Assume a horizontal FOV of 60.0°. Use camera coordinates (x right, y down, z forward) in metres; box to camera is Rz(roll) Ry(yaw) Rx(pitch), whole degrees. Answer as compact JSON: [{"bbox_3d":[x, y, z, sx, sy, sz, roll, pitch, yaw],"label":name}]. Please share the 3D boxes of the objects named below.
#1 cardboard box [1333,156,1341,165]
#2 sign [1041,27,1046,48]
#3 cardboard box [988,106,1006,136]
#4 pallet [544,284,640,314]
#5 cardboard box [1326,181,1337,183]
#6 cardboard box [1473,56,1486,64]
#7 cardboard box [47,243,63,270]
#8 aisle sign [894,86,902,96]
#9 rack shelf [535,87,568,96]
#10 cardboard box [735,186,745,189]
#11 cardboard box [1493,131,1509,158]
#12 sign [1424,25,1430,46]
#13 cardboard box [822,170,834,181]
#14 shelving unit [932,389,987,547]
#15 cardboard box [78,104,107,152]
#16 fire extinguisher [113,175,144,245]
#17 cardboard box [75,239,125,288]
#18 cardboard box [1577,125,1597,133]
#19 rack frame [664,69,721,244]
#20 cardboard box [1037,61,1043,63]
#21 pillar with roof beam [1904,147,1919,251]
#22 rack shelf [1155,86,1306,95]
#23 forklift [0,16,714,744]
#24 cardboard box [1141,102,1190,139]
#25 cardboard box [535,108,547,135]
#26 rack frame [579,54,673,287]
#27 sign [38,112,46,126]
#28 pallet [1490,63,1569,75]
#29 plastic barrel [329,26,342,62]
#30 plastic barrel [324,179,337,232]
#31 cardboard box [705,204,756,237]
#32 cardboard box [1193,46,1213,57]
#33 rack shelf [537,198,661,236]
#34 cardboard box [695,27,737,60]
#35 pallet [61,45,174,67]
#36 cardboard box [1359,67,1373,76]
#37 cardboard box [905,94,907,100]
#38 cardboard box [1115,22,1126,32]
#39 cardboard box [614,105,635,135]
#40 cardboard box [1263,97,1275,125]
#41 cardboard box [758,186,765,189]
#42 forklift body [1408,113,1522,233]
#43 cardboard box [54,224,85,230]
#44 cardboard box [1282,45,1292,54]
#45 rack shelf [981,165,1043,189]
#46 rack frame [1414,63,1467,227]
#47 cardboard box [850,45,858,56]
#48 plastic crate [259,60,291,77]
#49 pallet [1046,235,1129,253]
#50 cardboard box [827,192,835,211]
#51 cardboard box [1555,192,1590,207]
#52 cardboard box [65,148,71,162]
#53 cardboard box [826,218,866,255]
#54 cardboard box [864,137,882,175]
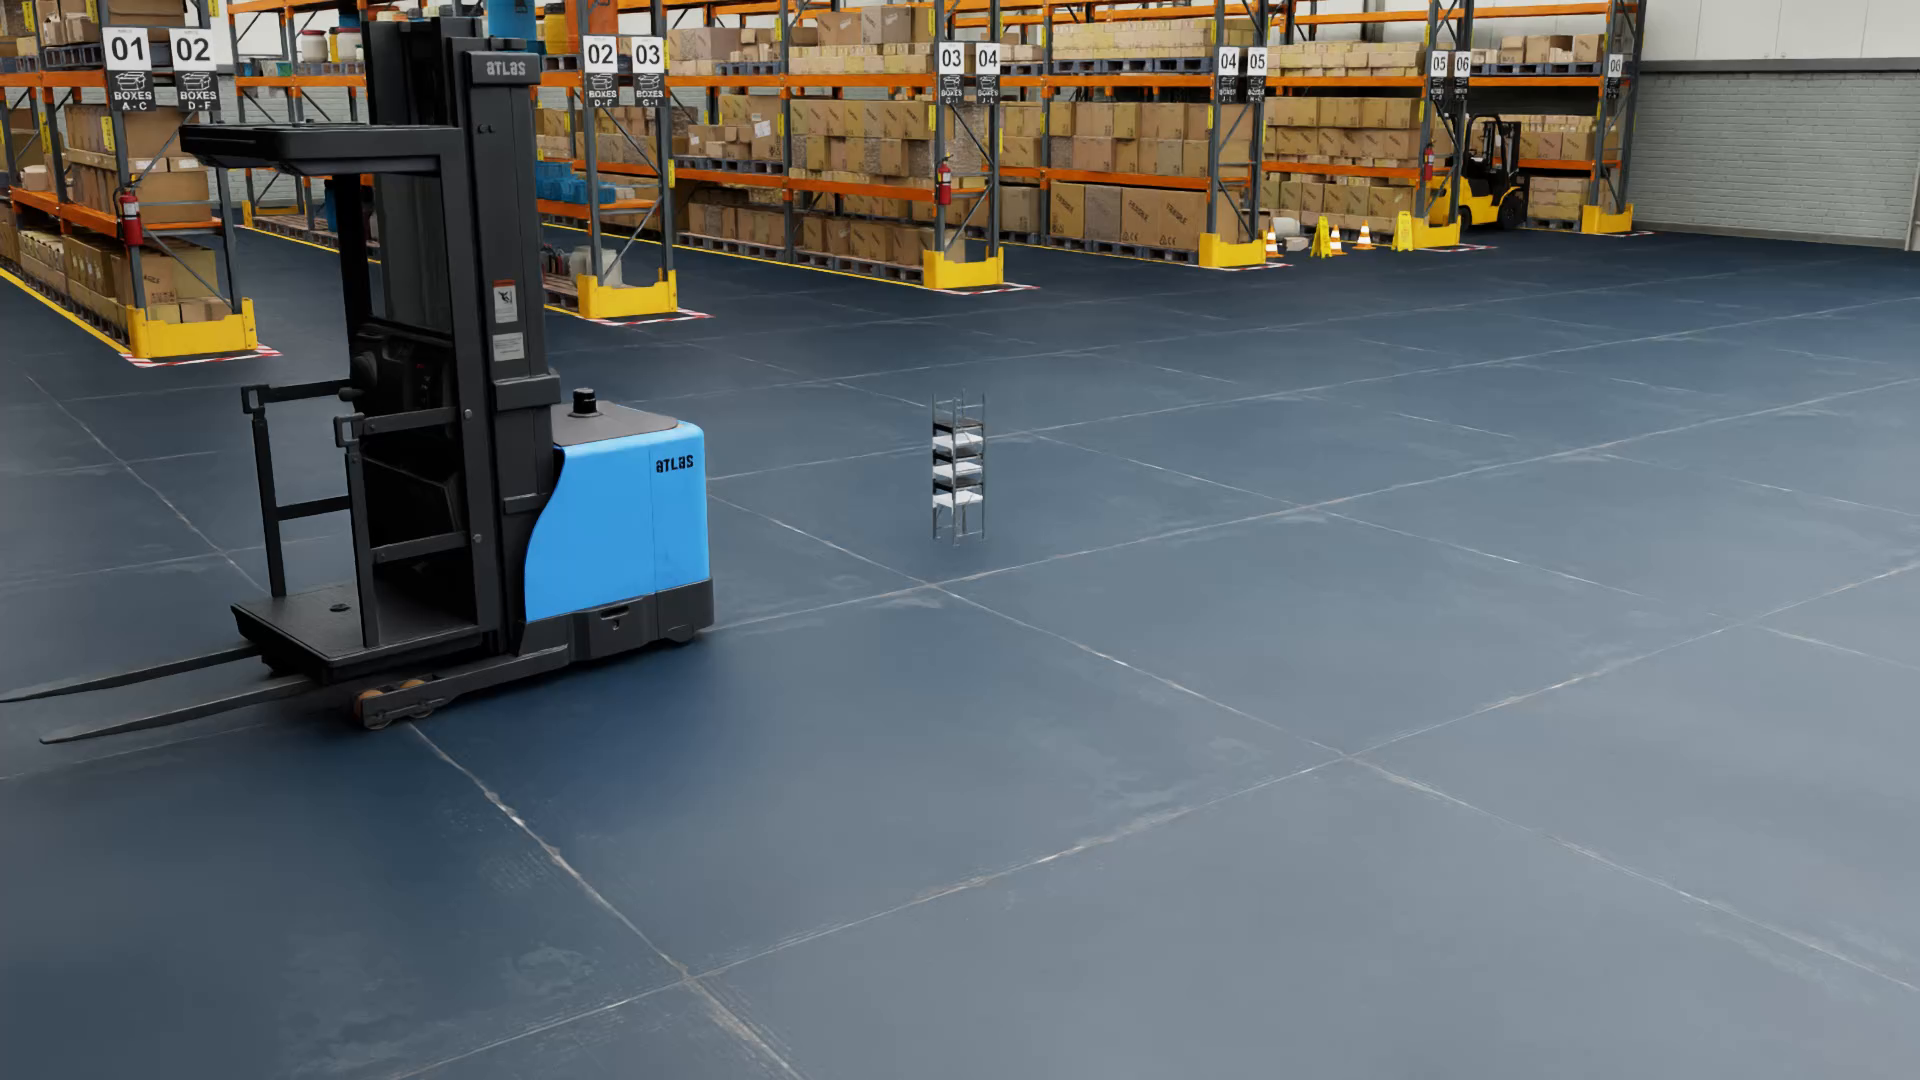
[{"bbox_3d":[6.836,-6.731,29.462,0.380,0.149,0.250,-11,19,-35],"label":"cardboard box"},{"bbox_3d":[1.383,-8.302,27.469,0.100,0.325,0.005,-11,19,-35],"label":"sign"},{"bbox_3d":[0.918,-7.393,29.323,0.700,0.500,0.500,-11,19,-34],"label":"cardboard box"},{"bbox_3d":[-4.466,-3.007,20.664,1.003,0.211,1.213,-11,19,-35],"label":"pallet"},{"bbox_3d":[6.927,-6.266,30.282,0.500,0.500,0.500,-10,18,-32],"label":"cardboard box"},{"bbox_3d":[10.243,-9.371,32.440,0.380,0.149,0.250,-10,18,-33],"label":"cardboard box"},{"bbox_3d":[-11.052,-3.554,20.730,0.500,0.311,0.500,-10,18,-33],"label":"cardboard box"},{"bbox_3d":[-1.572,-11.117,40.086,0.394,0.787,0.004,-11,19,-35],"label":"aisle sign"},{"bbox_3d":[-8.135,-9.027,33.056,1.077,0.370,4.000,-11,19,-35],"label":"rack shelf"},{"bbox_3d":[-4.745,-7.744,36.731,0.380,0.149,0.250,-10,18,-33],"label":"cardboard box"},{"bbox_3d":[10.720,-7.687,32.290,0.500,0.500,0.500,-11,19,-34],"label":"cardboard box"},{"bbox_3d":[7.652,-8.268,27.243,0.100,0.325,0.005,-11,19,-35],"label":"sign"},{"bbox_3d":[-1.798,-5.362,24.461,0.380,0.149,0.250,-11,19,-35],"label":"cardboard box"},{"bbox_3d":[-0.005,-0.436,9.964,0.258,0.900,0.210,-11,19,-35],"label":"shelving unit"},{"bbox_3d":[-9.413,-4.620,18.629,0.700,0.500,0.500,-11,19,-35],"label":"cardboard box"},{"bbox_3d":[-8.225,-3.266,16.474,0.296,0.674,0.183,-11,19,-35],"label":"fire extinguisher"},{"bbox_3d":[-9.663,-3.132,18.830,0.500,0.500,0.500,-11,19,-35],"label":"cardboard box"},{"bbox_3d":[11.695,-7.639,30.886,0.380,0.149,0.250,-11,19,-34],"label":"cardboard box"},{"bbox_3d":[-4.607,-6.646,28.676,1.000,3.000,0.127,-11,19,-35],"label":"rack frame"},{"bbox_3d":[1.848,-10.178,35.360,0.396,0.266,0.258,-9,18,-30],"label":"cardboard box"},{"bbox_3d":[12.490,-8.480,24.013,9.100,9.000,0.400,-11,19,-35],"label":"pillar with roof beam"},{"bbox_3d":[6.246,-10.482,38.374,1.077,0.370,4.000,-11,19,-35],"label":"rack shelf"},{"bbox_3d":[-2.644,-0.757,7.290,3.031,2.935,1.130,-14,21,-41],"label":"forklift"},{"bbox_3d":[3.364,-6.608,26.209,0.875,0.550,0.550,-11,19,-35],"label":"cardboard box"},{"bbox_3d":[-8.644,-8.426,33.481,0.500,0.500,0.500,-11,19,-36],"label":"cardboard box"},{"bbox_3d":[-3.910,-4.169,19.626,1.000,3.000,0.127,-11,19,-35],"label":"rack frame"},{"bbox_3d":[-14.528,-6.609,26.347,0.100,0.325,0.005,-11,19,-35],"label":"sign"},{"bbox_3d":[11.009,-9.067,32.007,1.003,0.211,1.213,-11,19,-35],"label":"pallet"},{"bbox_3d":[-10.265,-8.308,27.915,0.600,0.588,0.600,0,15,0],"label":"plastic barrel"},{"bbox_3d":[-10.660,-5.803,28.776,0.600,0.901,0.708,-11,19,-35],"label":"plastic barrel"},{"bbox_3d":[-3.861,-5.396,28.011,0.700,0.500,0.500,-13,20,-39],"label":"cardboard box"},{"bbox_3d":[3.698,-7.281,24.805,0.380,0.149,0.250,-11,19,-35],"label":"cardboard box"},{"bbox_3d":[-5.086,-4.249,21.281,1.077,0.370,4.000,-11,19,-35],"label":"rack shelf"},{"bbox_3d":[-3.942,-8.027,26.902,0.500,0.500,0.500,-12,19,-36],"label":"cardboard box"},{"bbox_3d":[-9.035,-5.221,17.954,1.003,0.211,1.213,-11,19,-35],"label":"pallet"},{"bbox_3d":[7.095,-8.055,28.617,0.380,0.149,0.250,-11,19,-35],"label":"cardboard box"},{"bbox_3d":[-1.099,-10.572,39.709,0.380,0.149,0.250,-10,18,-33],"label":"cardboard box"},{"bbox_3d":[2.650,-8.046,26.089,0.380,0.149,0.250,-11,19,-35],"label":"cardboard box"},{"bbox_3d":[-5.805,-7.619,30.140,0.797,0.503,0.637,-10,18,-33],"label":"cardboard box"},{"bbox_3d":[5.844,-7.876,30.525,0.700,0.500,0.500,-11,19,-35],"label":"cardboard box"},{"bbox_3d":[-4.134,-7.666,35.879,0.380,0.149,0.250,-12,19,-36],"label":"cardboard box"},{"bbox_3d":[9.535,-6.960,31.430,2.313,2.155,1.214,-11,19,-35],"label":"forklift body"},{"bbox_3d":[-12.659,-4.257,23.850,0.500,0.500,0.500,-10,18,-32],"label":"cardboard box"},{"bbox_3d":[6.006,-8.814,29.879,0.380,0.149,0.250,-12,19,-36],"label":"cardboard box"},{"bbox_3d":[0.640,-6.620,29.945,1.077,0.370,4.000,-11,19,-35],"label":"rack shelf"},{"bbox_3d":[8.112,-6.476,28.055,1.000,3.000,0.127,-11,19,-35],"label":"rack frame"},{"bbox_3d":[-1.337,-6.919,23.521,0.380,0.149,0.250,-10,18,-33],"label":"cardboard box"},{"bbox_3d":[-12.264,-8.454,29.824,0.437,0.282,0.530,-11,19,-35],"label":"plastic crate"},{"bbox_3d":[2.200,-5.021,28.020,1.003,0.211,1.213,-11,19,-35],"label":"pallet"},{"bbox_3d":[-2.355,-6.934,33.667,0.500,0.500,0.500,-10,18,-32],"label":"cardboard box"},{"bbox_3d":[11.586,-6.420,31.317,0.500,0.250,0.500,-11,19,-35],"label":"cardboard box"},{"bbox_3d":[-10.269,-4.529,19.522,0.380,0.149,0.250,-11,19,-35],"label":"cardboard box"},{"bbox_3d":[-1.710,-4.576,25.053,0.500,0.500,0.500,-5,16,-17],"label":"cardboard box"},{"bbox_3d":[-0.855,-5.453,23.564,0.875,0.500,0.500,-11,19,-35],"label":"cardboard box"}]
